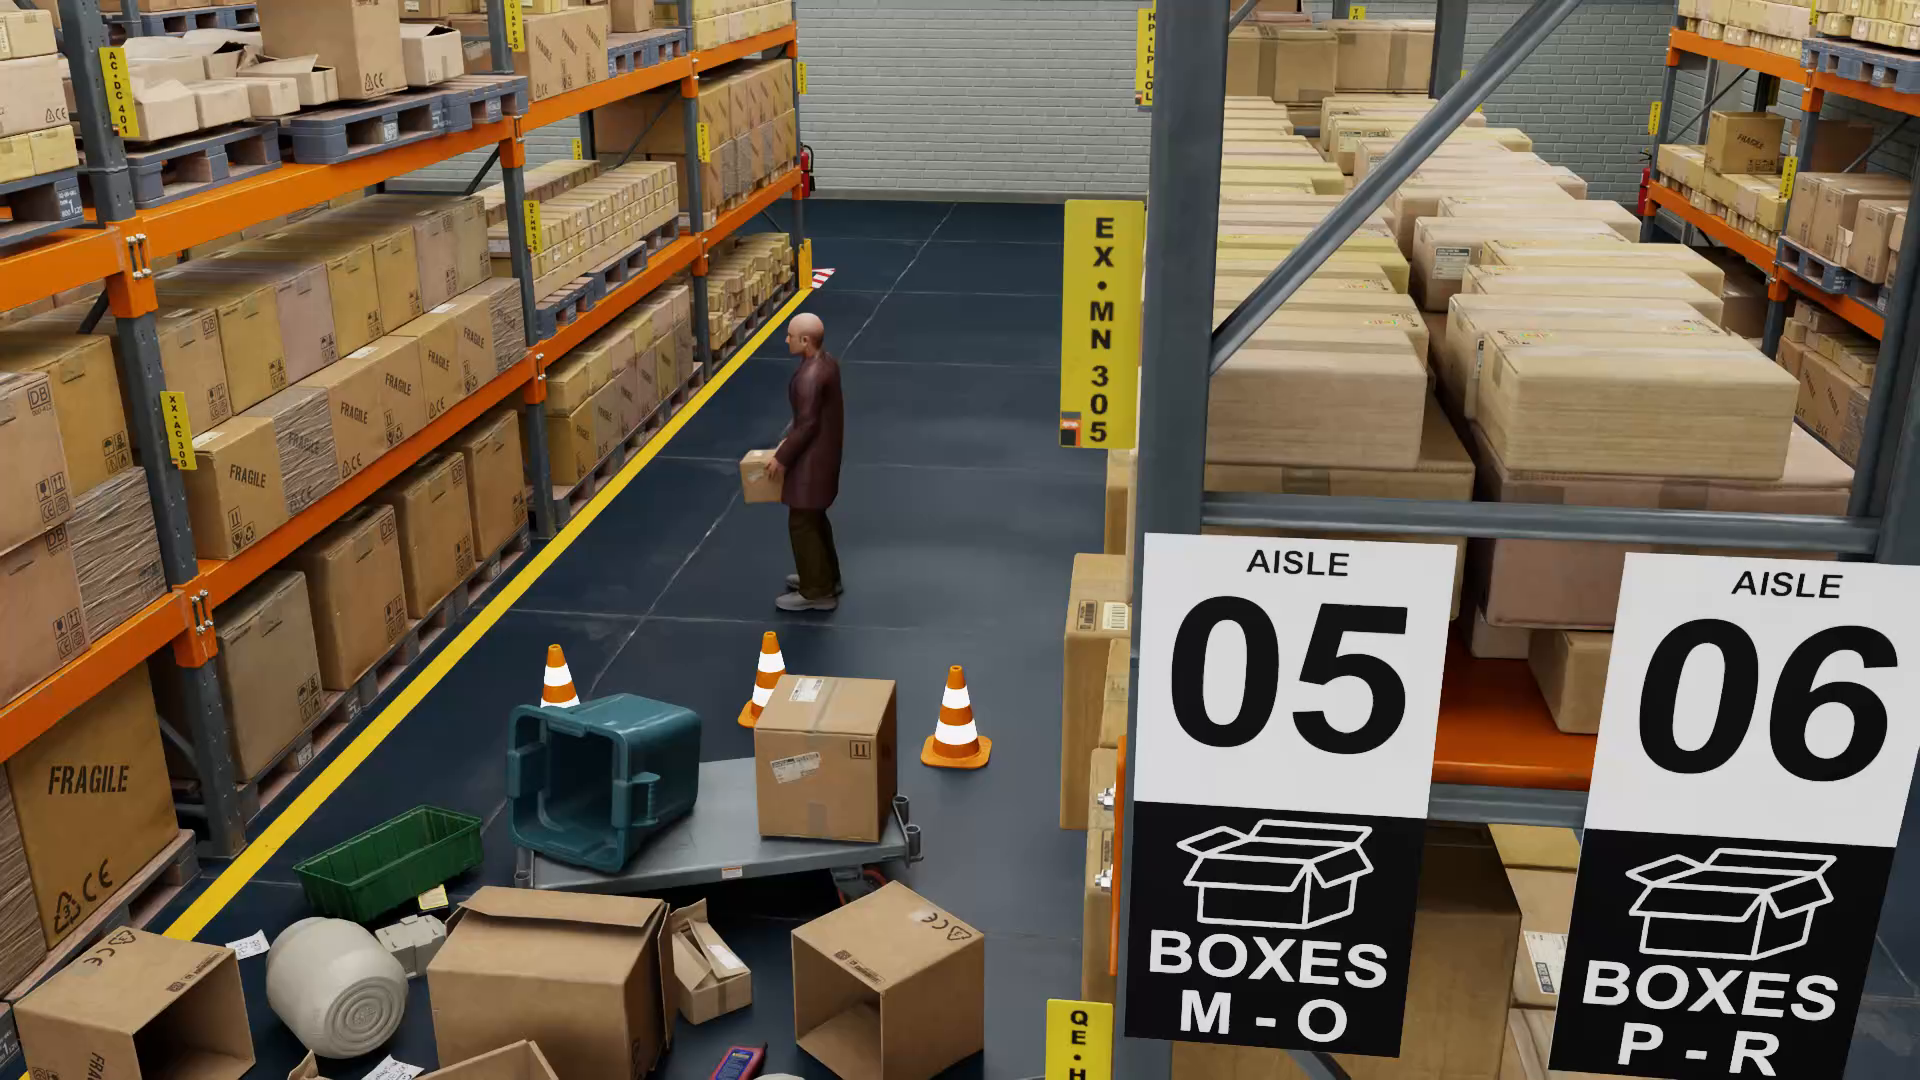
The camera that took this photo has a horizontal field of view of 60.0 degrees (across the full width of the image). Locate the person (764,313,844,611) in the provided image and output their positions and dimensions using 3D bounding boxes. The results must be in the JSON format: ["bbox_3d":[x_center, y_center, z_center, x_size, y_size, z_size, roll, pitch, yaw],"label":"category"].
[{"bbox_3d":[-0.906,-0.466,9.813,0.443,1.781,0.579,2,21,5],"label":"person"}]
